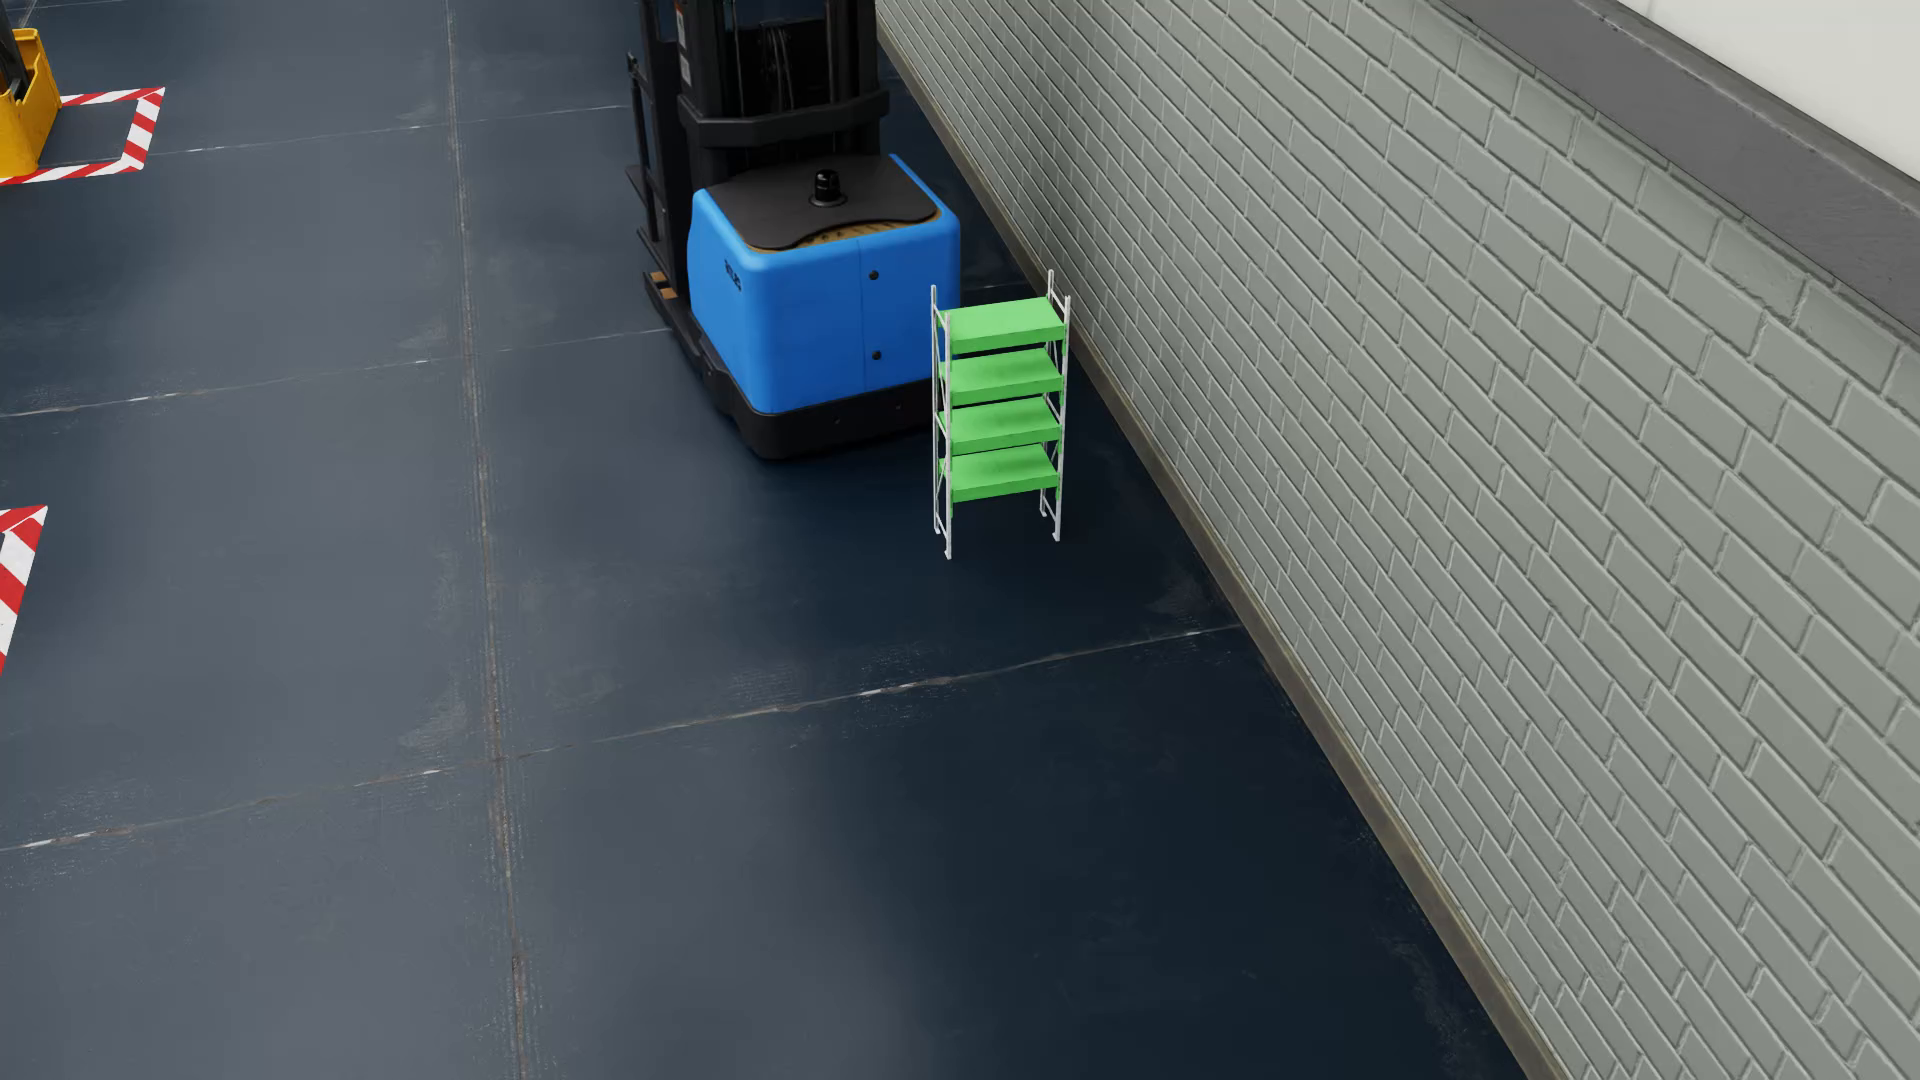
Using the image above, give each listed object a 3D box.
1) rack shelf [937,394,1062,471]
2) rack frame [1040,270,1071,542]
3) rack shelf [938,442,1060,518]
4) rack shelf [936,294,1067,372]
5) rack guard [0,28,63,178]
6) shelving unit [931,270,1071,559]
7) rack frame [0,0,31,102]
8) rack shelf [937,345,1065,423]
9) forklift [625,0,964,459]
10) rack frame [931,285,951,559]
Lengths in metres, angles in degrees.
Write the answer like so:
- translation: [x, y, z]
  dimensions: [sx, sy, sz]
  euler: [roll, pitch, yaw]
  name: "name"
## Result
- translation: [0.160, -0.452, 6.959]
  dimensions: [0.480, 0.148, 0.258]
  euler: [-9, 38, -12]
  name: "rack shelf"
- translation: [0.395, -0.541, 6.970]
  dimensions: [0.015, 1.200, 0.240]
  euler: [-9, 38, -12]
  name: "rack frame"
- translation: [0.160, -0.261, 7.104]
  dimensions: [0.480, 0.148, 0.258]
  euler: [-9, 38, -12]
  name: "rack shelf"
- translation: [0.160, -0.833, 6.667]
  dimensions: [0.480, 0.148, 0.258]
  euler: [-9, 38, -12]
  name: "rack shelf"
- translation: [-5.977, -2.749, 10.432]
  dimensions: [0.348, 0.500, 1.175]
  euler: [-9, 38, -12]
  name: "rack guard"
- translation: [0.160, -0.503, 6.920]
  dimensions: [0.503, 1.200, 0.258]
  euler: [-9, 38, -12]
  name: "shelving unit"
- translation: [-6.000, -3.738, 9.667]
  dimensions: [0.127, 3.000, 1.000]
  euler: [-9, 38, -12]
  name: "rack frame"
- translation: [0.160, -0.643, 6.813]
  dimensions: [0.480, 0.148, 0.258]
  euler: [-9, 38, -12]
  name: "rack shelf"
- translation: [-1.041, -2.426, 8.009]
  dimensions: [1.130, 2.935, 3.031]
  euler: [-15, 40, -19]
  name: "forklift"
- translation: [-0.076, -0.464, 6.869]
  dimensions: [0.015, 1.200, 0.240]
  euler: [-9, 38, -12]
  name: "rack frame"
